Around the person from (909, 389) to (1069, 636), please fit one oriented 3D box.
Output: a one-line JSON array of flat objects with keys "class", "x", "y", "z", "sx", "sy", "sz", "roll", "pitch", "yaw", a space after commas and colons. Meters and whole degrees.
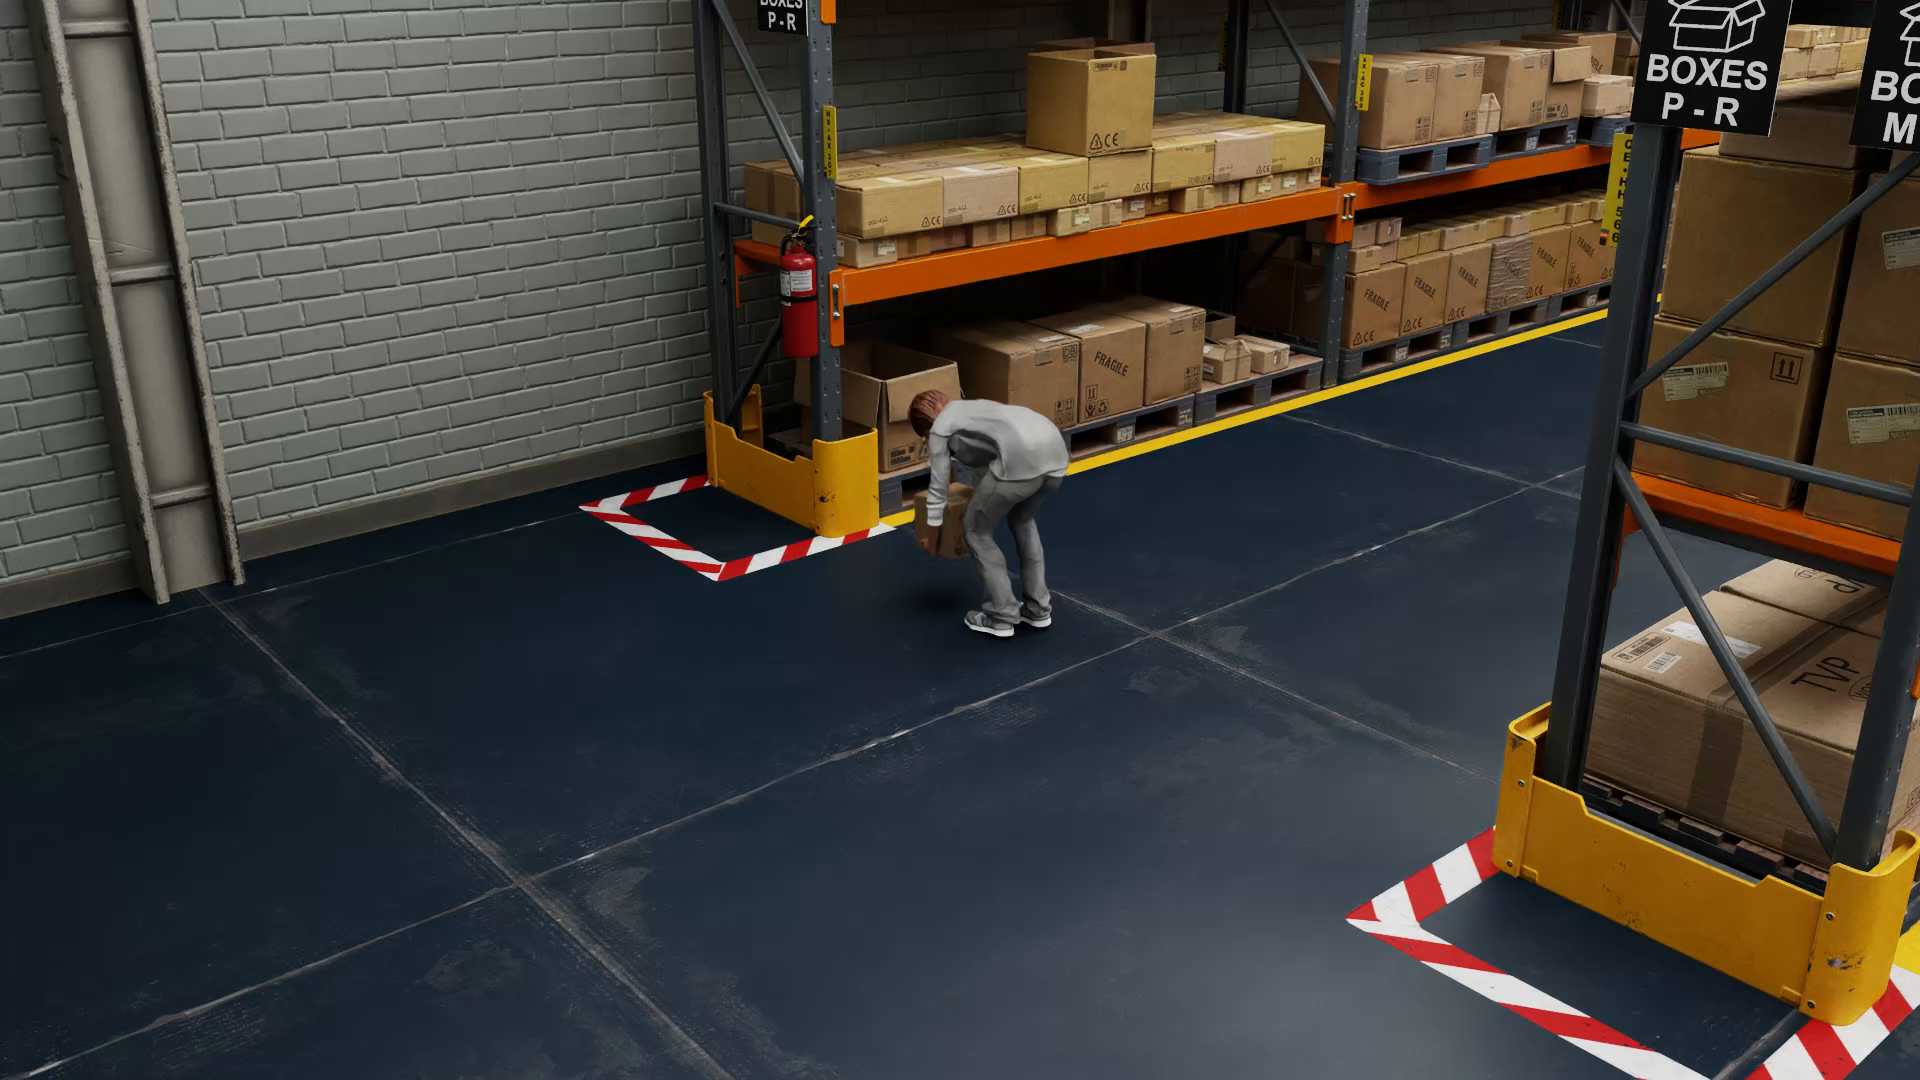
[{"class": "person", "x": 0.096, "y": -0.132, "z": 7.259, "sx": 0.391, "sy": 1.001, "sz": 0.871, "roll": -19, "pitch": 28, "yaw": -39}]
